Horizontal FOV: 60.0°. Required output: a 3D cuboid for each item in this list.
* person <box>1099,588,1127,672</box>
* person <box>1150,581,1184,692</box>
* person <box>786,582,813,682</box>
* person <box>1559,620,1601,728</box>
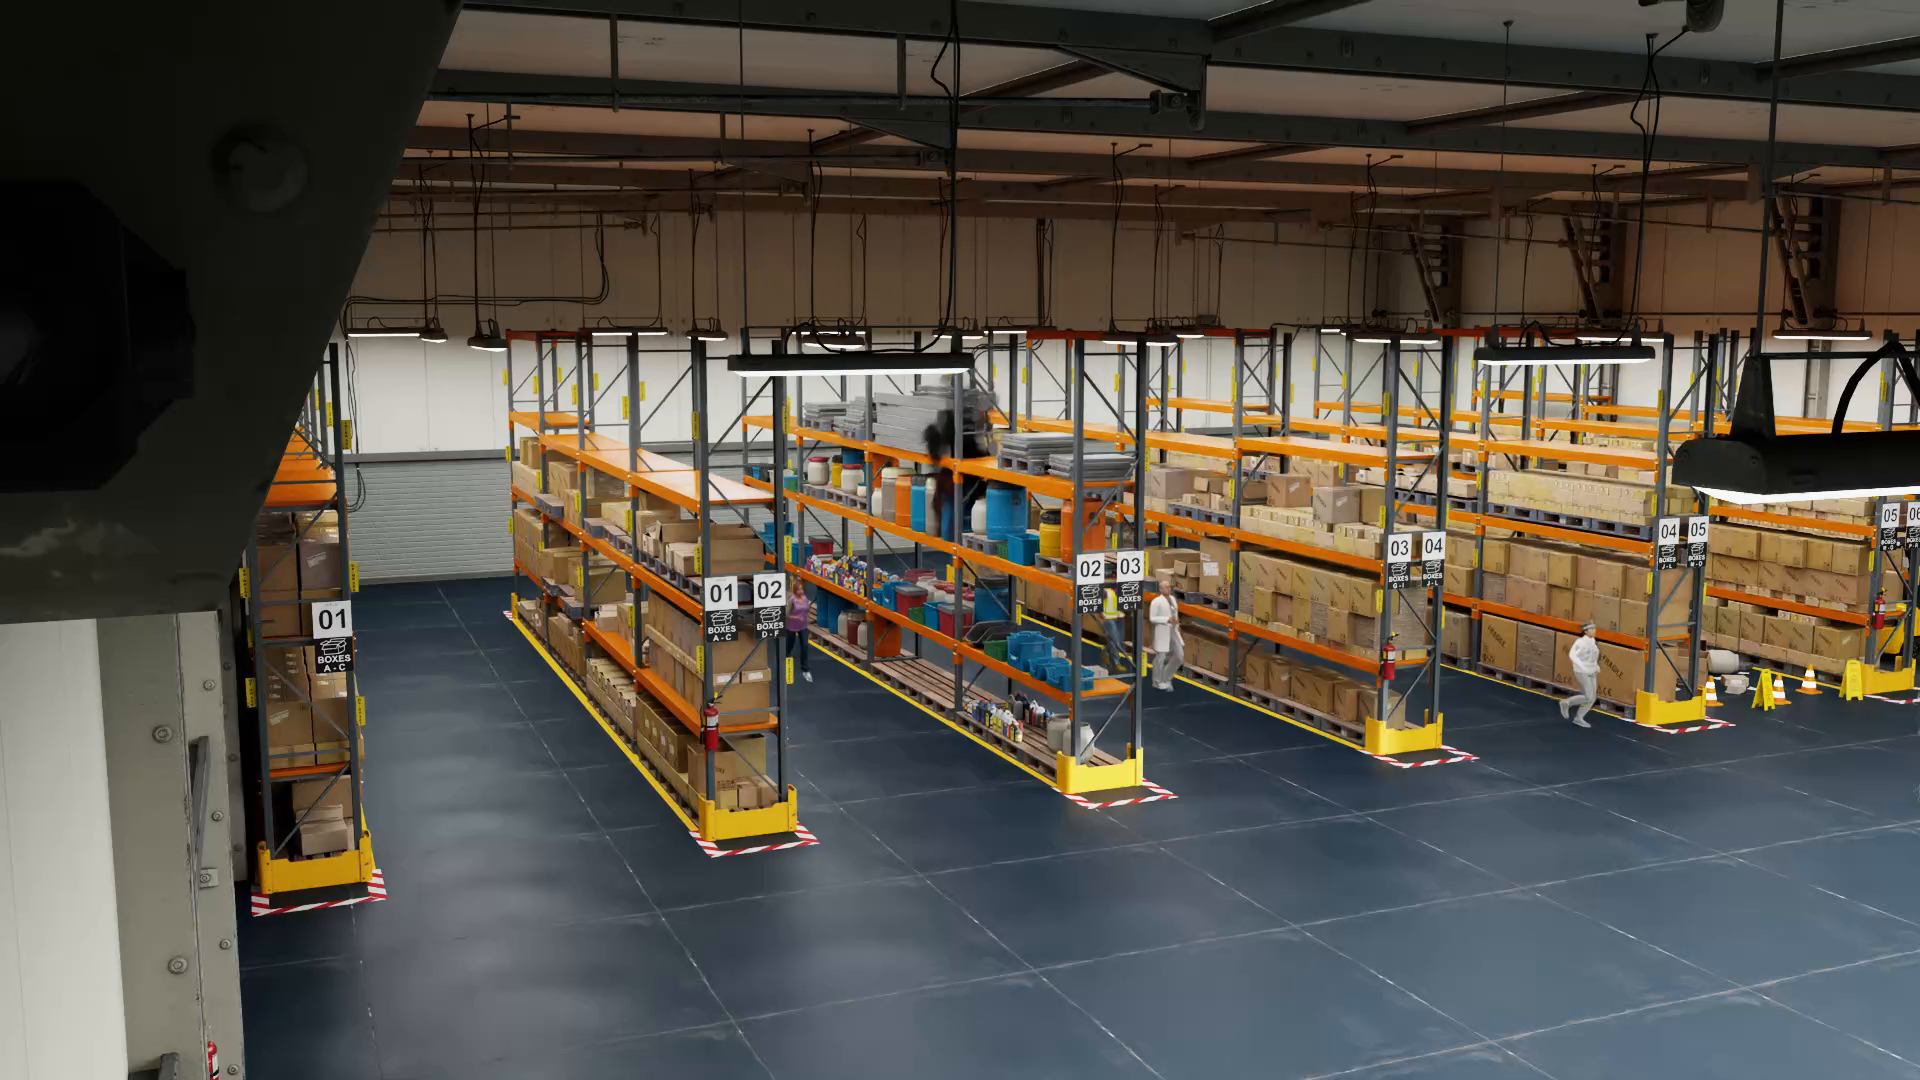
[{"bbox_3d":[2.612,1.339,28.285,0.694,1.758,0.780,-5,9,-33],"label":"person"},{"bbox_3d":[3.362,1.567,26.692,0.693,1.827,0.678,-5,10,-35],"label":"person"},{"bbox_3d":[-2.715,1.503,27.644,0.507,1.611,0.791,-5,9,-33],"label":"person"},{"bbox_3d":[9.614,2.040,25.687,0.648,1.653,0.515,-7,11,-43],"label":"person"}]
